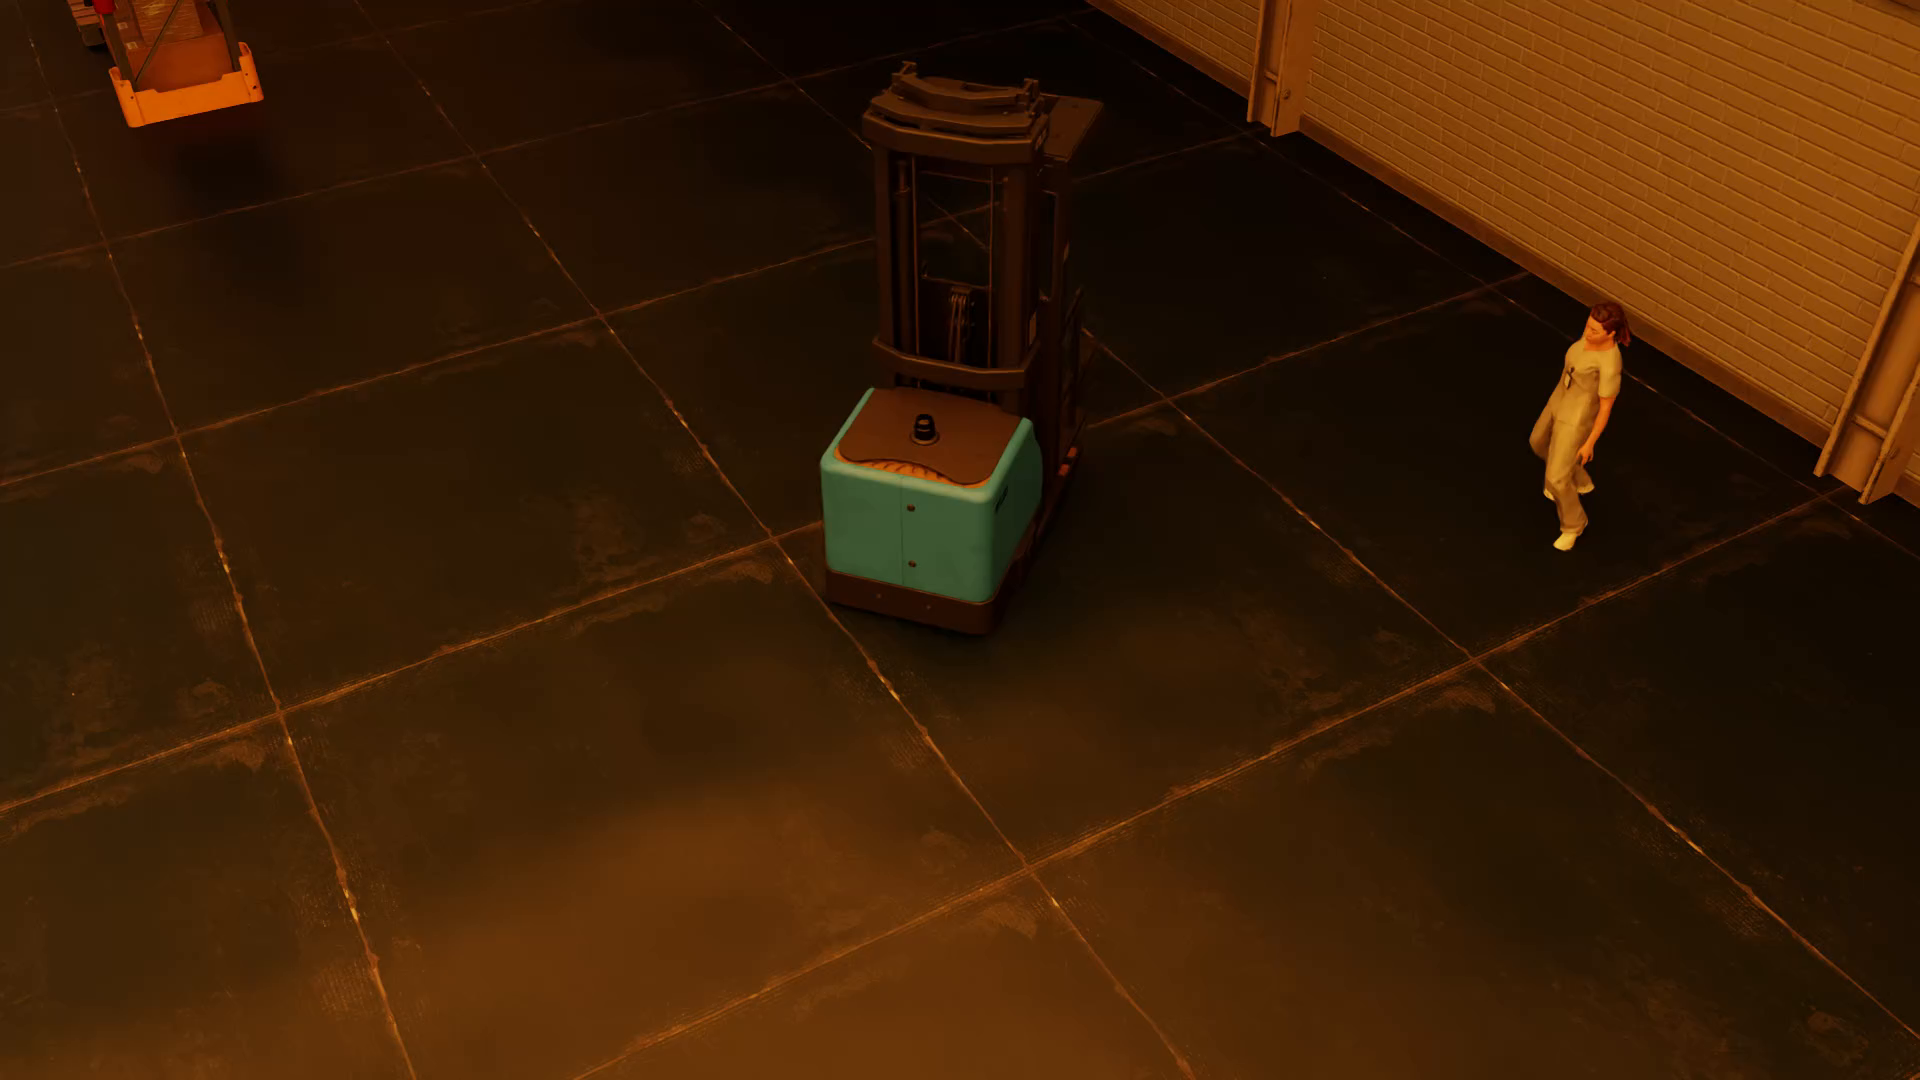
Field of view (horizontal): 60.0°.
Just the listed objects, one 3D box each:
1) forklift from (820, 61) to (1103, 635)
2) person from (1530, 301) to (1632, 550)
[{"bbox_3d":[0.162,-1.530,9.880,1.130,2.935,3.031,12,41,14],"label":"forklift"},{"bbox_3d":[3.789,-0.790,10.041,0.477,1.597,0.799,2,40,3],"label":"person"}]
